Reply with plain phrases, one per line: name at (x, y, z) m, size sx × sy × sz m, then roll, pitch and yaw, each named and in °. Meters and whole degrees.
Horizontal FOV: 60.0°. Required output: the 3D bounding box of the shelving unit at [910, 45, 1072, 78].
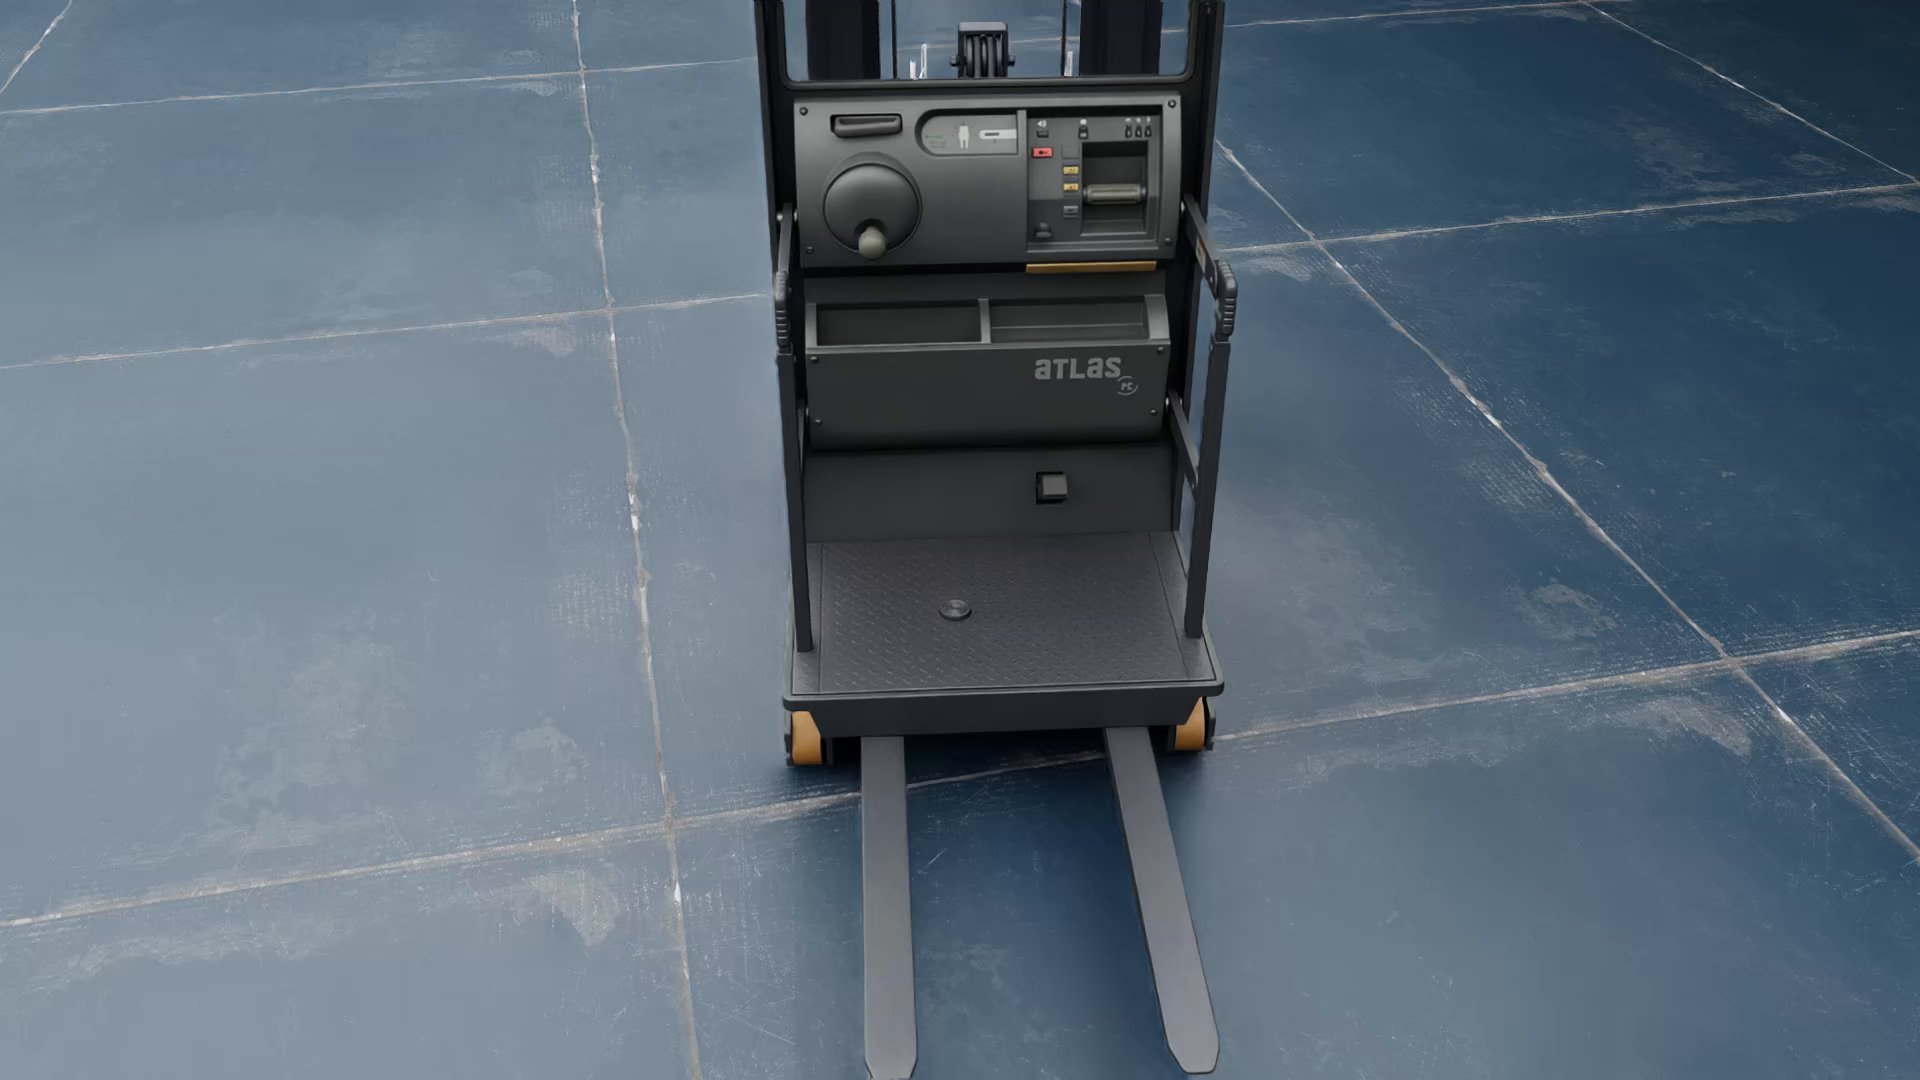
shelving unit at (0.100, -1.064, 5.750) m, size 0.503 × 1.200 × 0.258 m, roll 5°, pitch 32°, yaw 7°

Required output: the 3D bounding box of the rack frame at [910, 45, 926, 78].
rack frame at (-0.141, -1.084, 5.779) m, size 0.015 × 1.200 × 0.240 m, roll 5°, pitch 32°, yaw 7°

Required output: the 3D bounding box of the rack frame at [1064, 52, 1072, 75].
rack frame at (0.342, -1.044, 5.721) m, size 0.015 × 1.200 × 0.240 m, roll 5°, pitch 32°, yaw 7°

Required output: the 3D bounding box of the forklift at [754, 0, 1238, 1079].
forklift at (0.084, -0.813, 3.832) m, size 1.130 × 2.935 × 3.031 m, roll -2°, pitch 34°, yaw -3°
